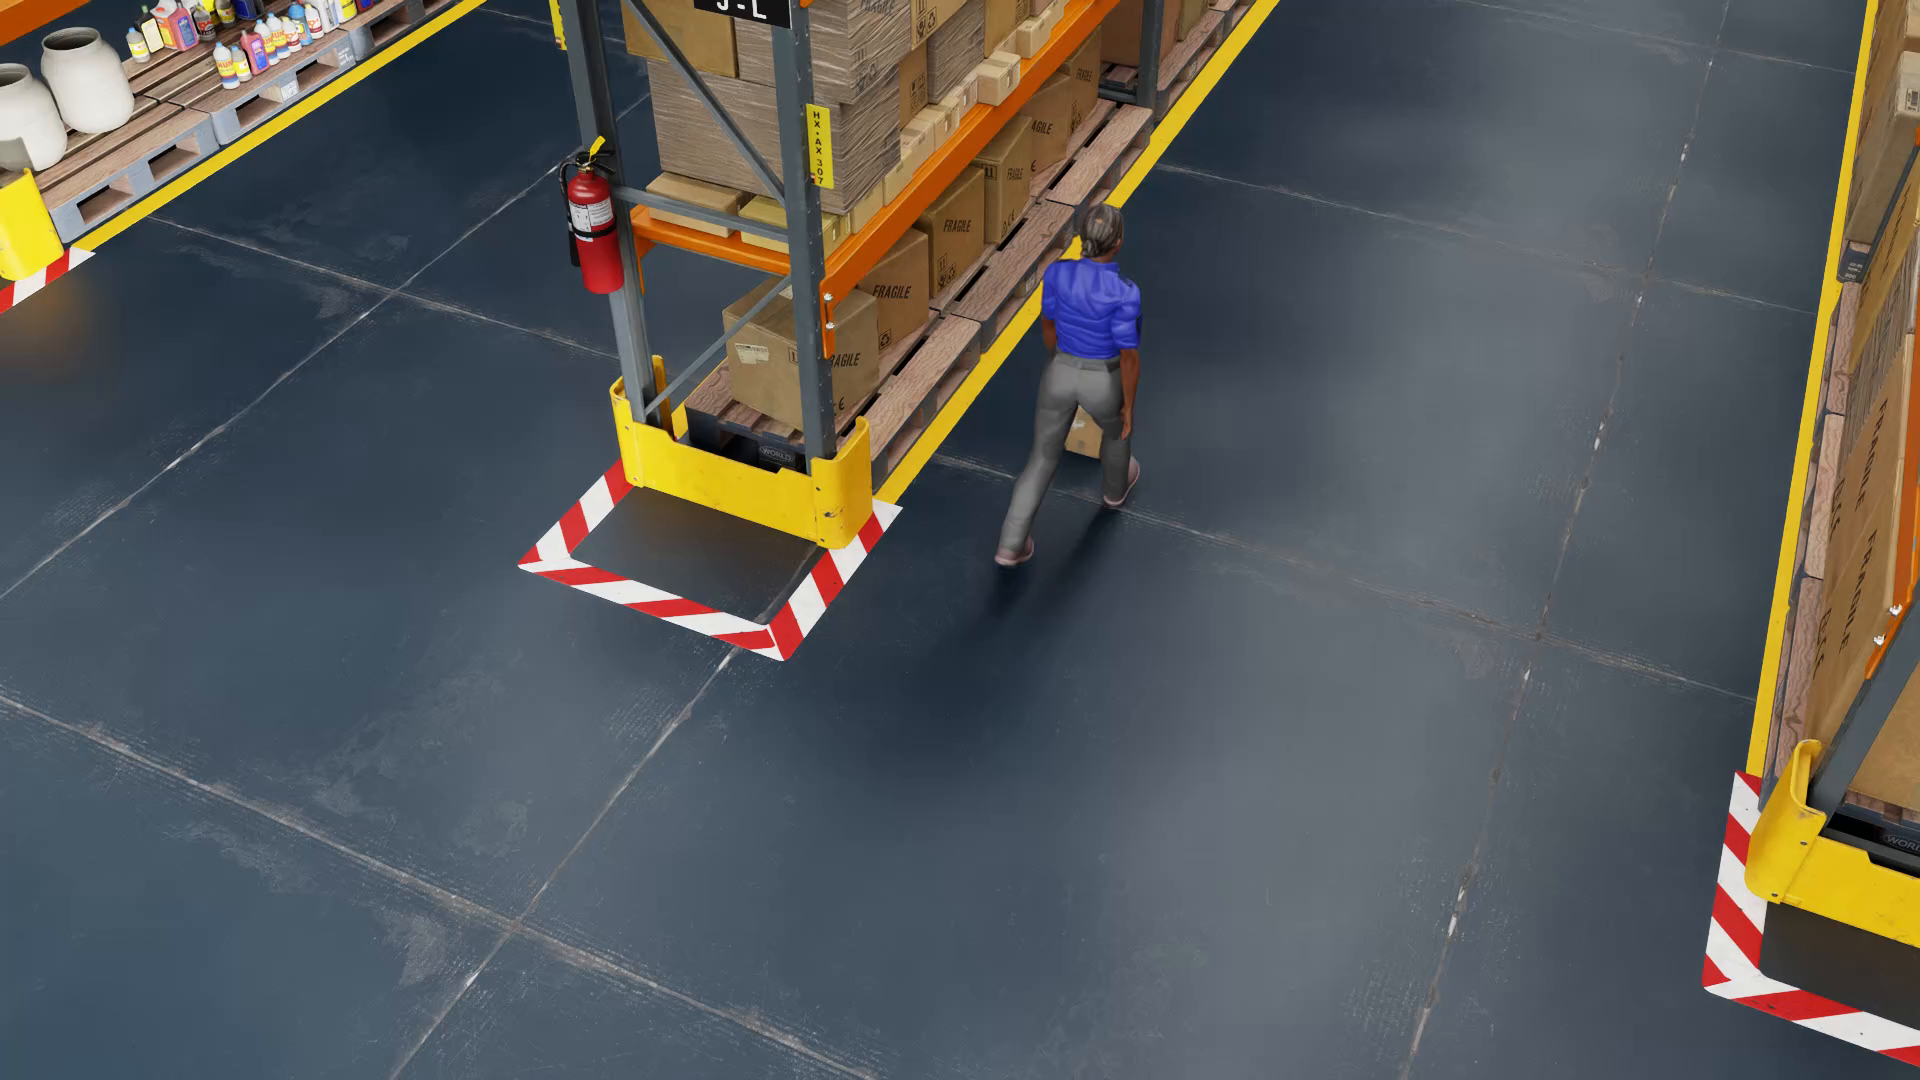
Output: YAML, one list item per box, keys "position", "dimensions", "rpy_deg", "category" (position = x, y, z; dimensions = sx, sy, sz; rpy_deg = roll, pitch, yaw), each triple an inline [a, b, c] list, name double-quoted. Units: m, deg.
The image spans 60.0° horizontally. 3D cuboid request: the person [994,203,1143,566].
- position: [0.522, -0.645, 6.880]
  dimensions: [0.460, 1.614, 0.993]
  rpy_deg: [15, 44, 16]
  category: "person"
